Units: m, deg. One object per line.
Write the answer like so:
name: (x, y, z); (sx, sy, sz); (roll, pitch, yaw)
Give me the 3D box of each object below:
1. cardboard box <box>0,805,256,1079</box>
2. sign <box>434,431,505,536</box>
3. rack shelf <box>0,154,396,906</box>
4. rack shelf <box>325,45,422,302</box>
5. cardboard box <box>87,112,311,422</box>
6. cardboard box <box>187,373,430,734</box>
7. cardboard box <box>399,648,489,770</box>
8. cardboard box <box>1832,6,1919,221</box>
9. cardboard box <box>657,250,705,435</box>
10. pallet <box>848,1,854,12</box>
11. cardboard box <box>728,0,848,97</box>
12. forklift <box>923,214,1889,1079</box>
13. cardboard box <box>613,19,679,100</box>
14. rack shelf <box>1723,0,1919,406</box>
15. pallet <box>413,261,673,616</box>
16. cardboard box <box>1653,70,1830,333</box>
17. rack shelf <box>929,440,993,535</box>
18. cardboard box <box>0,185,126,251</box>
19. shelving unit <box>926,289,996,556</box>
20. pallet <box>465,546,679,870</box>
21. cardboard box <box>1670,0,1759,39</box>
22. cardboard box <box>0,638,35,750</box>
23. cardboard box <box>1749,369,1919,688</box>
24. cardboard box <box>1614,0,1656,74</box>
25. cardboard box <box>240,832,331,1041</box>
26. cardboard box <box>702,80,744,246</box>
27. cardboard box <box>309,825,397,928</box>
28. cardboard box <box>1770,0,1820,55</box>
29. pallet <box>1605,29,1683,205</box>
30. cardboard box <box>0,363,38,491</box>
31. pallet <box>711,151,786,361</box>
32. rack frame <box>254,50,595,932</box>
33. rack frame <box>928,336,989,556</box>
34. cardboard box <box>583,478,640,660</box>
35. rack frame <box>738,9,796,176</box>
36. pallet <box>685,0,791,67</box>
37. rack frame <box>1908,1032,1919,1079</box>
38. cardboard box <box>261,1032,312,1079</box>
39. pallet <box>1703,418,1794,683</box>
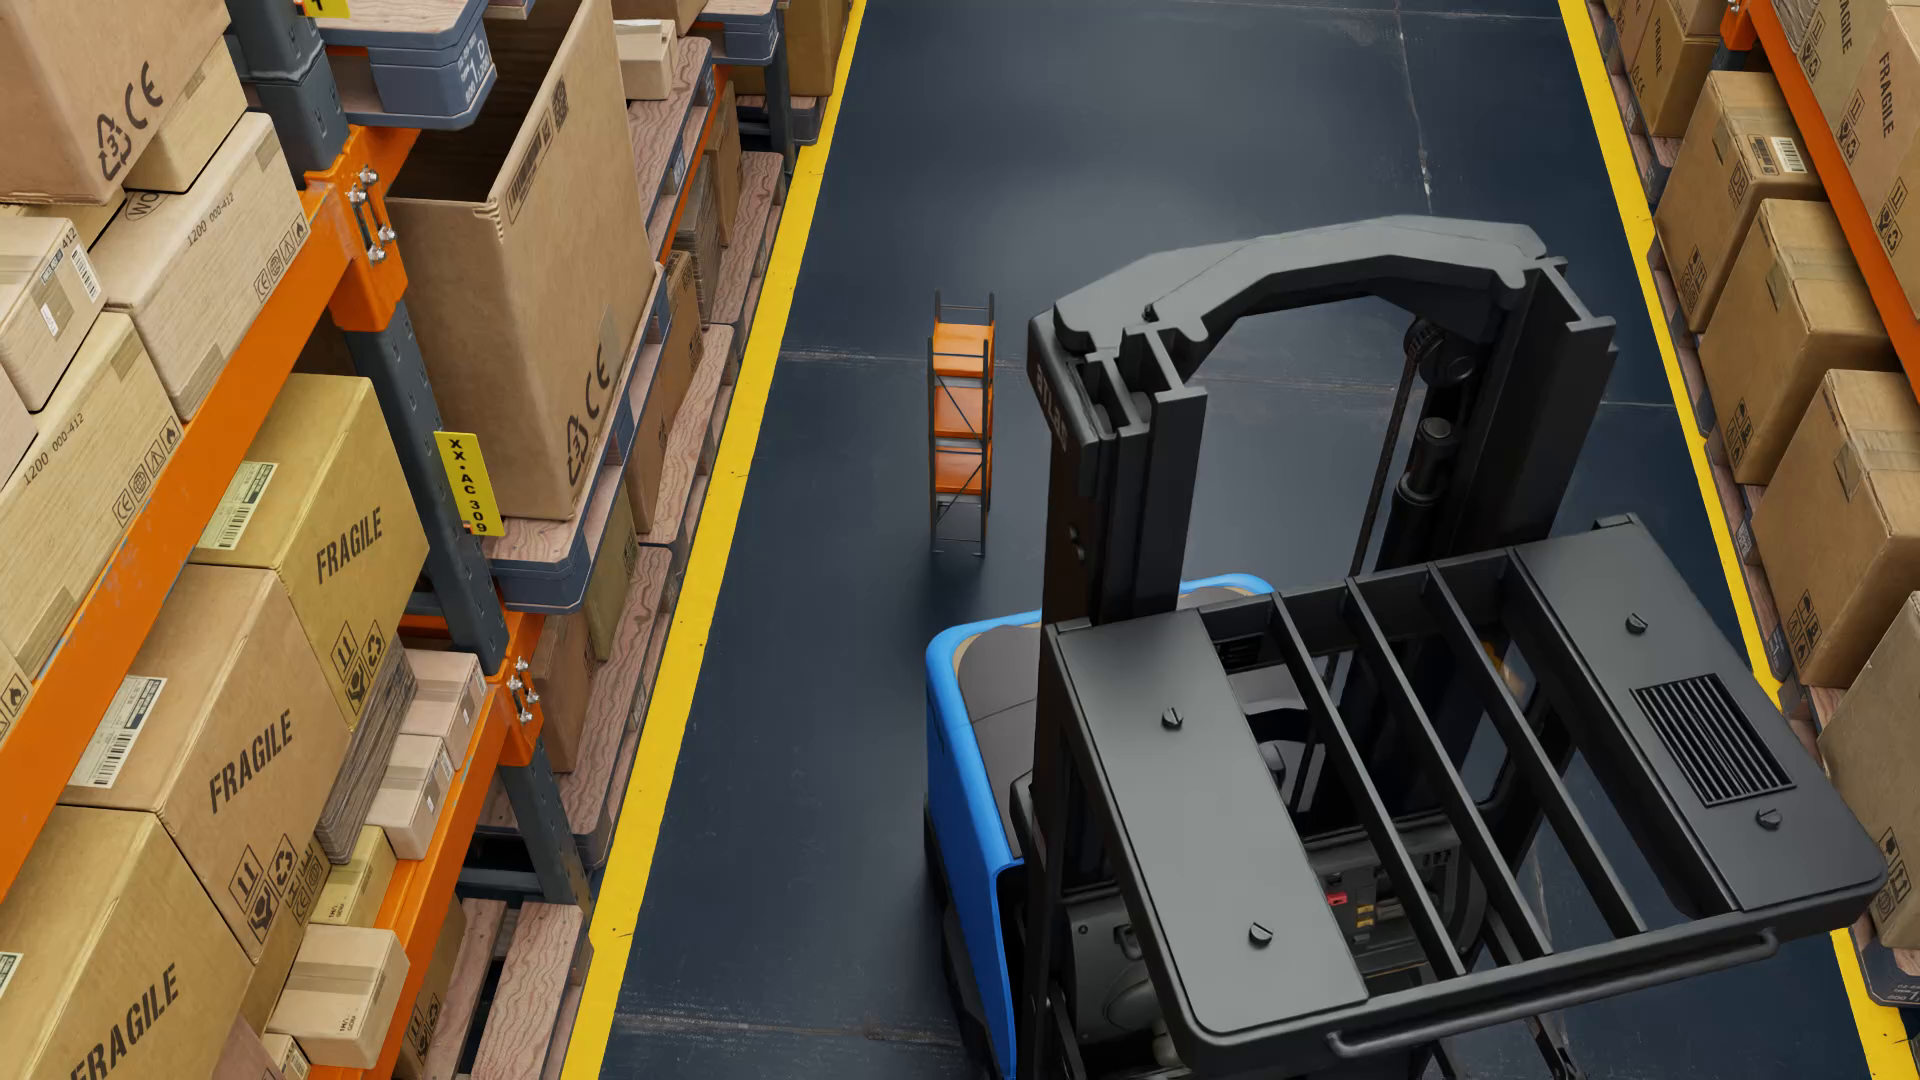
cardboard box: (-1.504, 0.751, 2.584); (0.500, 0.500, 0.500); (4, 48, 4)
sign: (-1.105, -0.123, 3.743); (0.100, 0.325, 0.005); (4, 48, 4)
rack shelf: (-1.828, 0.838, 1.905); (1.077, 0.370, 4.000); (4, 48, 4)
rack shelf: (-1.464, -2.101, 4.593); (1.077, 0.370, 4.000); (4, 48, 4)
cardboard box: (-1.428, -0.471, 2.717); (0.500, 0.250, 0.500); (5, 48, 5)
cardboard box: (-1.413, 0.016, 3.256); (0.500, 0.500, 0.500); (4, 48, 4)
cardboard box: (-1.373, 0.401, 4.021); (0.380, 0.149, 0.250); (4, 48, 4)
cardboard box: (3.249, -1.371, 5.403); (0.500, 0.500, 0.500); (4, 48, 3)
cardboard box: (-1.405, -0.787, 6.333); (0.700, 0.500, 0.500); (7, 48, 7)
pallet: (-1.021, -3.328, 9.151); (1.003, 0.211, 1.213); (4, 48, 4)
cardboard box: (-1.198, -2.731, 7.871); (1.225, 0.875, 0.875); (2, 48, 2)
forklift: (0.737, 0.957, 3.388); (1.130, 2.935, 3.031); (-10, 48, -9)
cardboard box: (-1.165, -1.654, 5.536); (0.396, 0.266, 0.258); (3, 48, 2)
rack shelf: (3.466, -0.681, 5.327); (1.077, 0.370, 4.000); (4, 48, 4)
pallet: (-1.432, -0.349, 4.666); (1.003, 0.211, 1.213); (4, 48, 4)
cardboard box: (3.504, -1.334, 6.678); (1.050, 0.750, 0.750); (3, 48, 3)
rack shelf: (0.005, -0.199, 6.111); (0.215, 0.259, 0.240); (4, 48, 4)
cardboard box: (-1.503, -0.509, 2.482); (0.380, 0.149, 0.250); (4, 48, 4)
shelving unit: (0.005, -0.394, 5.899); (0.215, 1.050, 0.252); (4, 48, 4)
pallet: (-1.577, 0.507, 5.643); (1.003, 0.211, 1.213); (4, 48, 4)
cardboard box: (3.450, -2.465, 7.373); (0.500, 0.250, 0.500); (3, 48, 3)
cardboard box: (-1.527, 0.287, 2.024); (0.500, 0.250, 0.500); (4, 48, 3)
cardboard box: (3.343, -0.007, 5.464); (1.050, 0.750, 0.750); (4, 48, 4)
cardboard box: (3.499, -2.574, 7.981); (0.500, 0.500, 0.500); (6, 48, 5)
cardboard box: (-1.829, 0.696, 3.311); (0.875, 0.500, 0.500); (4, 48, 4)
cardboard box: (-1.323, -1.612, 7.088); (0.700, 0.500, 0.500); (2, 48, 1)
cardboard box: (-1.488, 0.764, 3.689); (0.380, 0.149, 0.250); (4, 48, 4)
cardboard box: (3.339, -2.115, 6.084); (0.500, 0.500, 0.500); (4, 48, 4)
pallet: (3.721, -2.026, 7.960); (1.003, 0.211, 1.213); (4, 48, 4)
cardboard box: (-1.439, -0.115, 2.121); (0.380, 0.149, 0.250); (3, 48, 2)
pallet: (-1.354, -1.286, 7.283); (1.003, 0.211, 1.213); (4, 48, 4)
rack frame: (-1.646, 0.138, 4.091); (1.000, 3.000, 0.127); (4, 48, 4)
rack frame: (-0.006, -0.304, 5.817); (0.200, 1.050, 0.008); (4, 48, 4)
cardboard box: (-1.506, 0.035, 5.581); (0.700, 0.500, 0.500); (4, 48, 3)
rack frame: (-1.282, -2.801, 6.779); (1.000, 3.000, 0.127); (4, 48, 4)
pallet: (-1.240, -2.205, 6.364); (1.213, 0.211, 1.003); (4, 48, 4)
rack frame: (3.284, 0.546, 3.718); (1.000, 3.000, 0.127); (4, 48, 4)
cardboard box: (-1.554, 1.130, 3.354); (0.380, 0.149, 0.250); (4, 48, 4)
pallet: (3.388, 0.016, 6.092); (1.003, 0.211, 1.213); (4, 48, 4)
